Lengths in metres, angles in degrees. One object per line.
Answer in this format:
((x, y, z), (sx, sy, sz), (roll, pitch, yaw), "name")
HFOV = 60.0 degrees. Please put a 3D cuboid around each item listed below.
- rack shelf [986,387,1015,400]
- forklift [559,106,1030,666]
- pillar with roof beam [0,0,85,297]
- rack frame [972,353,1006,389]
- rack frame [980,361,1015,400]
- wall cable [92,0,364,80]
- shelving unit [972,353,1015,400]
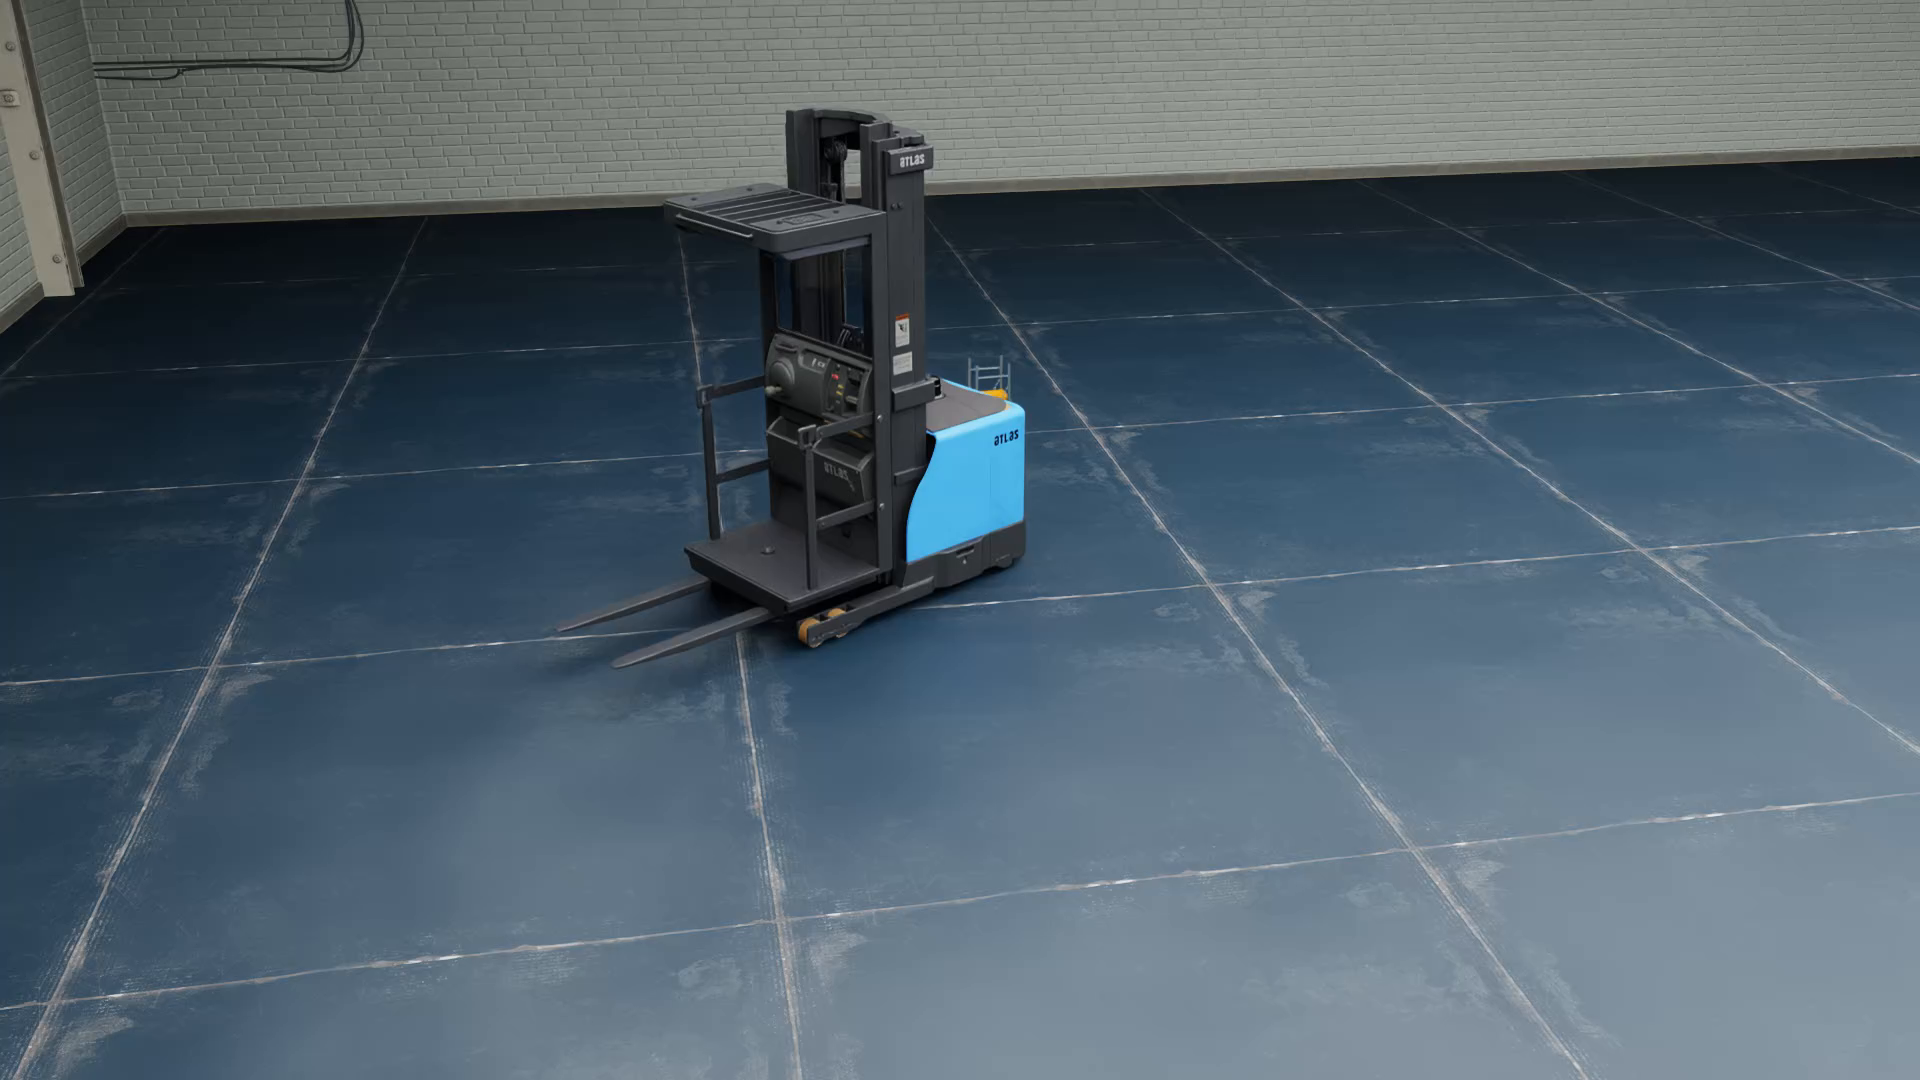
((0.219, -0.936, 11.106), (0.258, 0.103, 0.180), (-7, 24, -15), "rack shelf")
((-0.968, -0.958, 9.782), (3.031, 2.935, 1.130), (-20, 31, -38), "forklift")
((-5.002, -7.005, 16.045), (9.100, 9.000, 0.400), (-4, 24, -10), "pillar with roof beam")
((0.194, -0.682, 11.313), (0.240, 1.200, 0.006), (-7, 24, -15), "rack frame")
((0.245, -0.612, 11.152), (0.240, 1.200, 0.006), (-7, 24, -15), "rack frame")
((-8.478, -6.520, 18.814), (3.097, 2.526, 0.112), (-4, 24, -10), "wall cable")
((0.219, -0.647, 11.232), (0.258, 1.200, 0.189), (-7, 24, -15), "shelving unit")
